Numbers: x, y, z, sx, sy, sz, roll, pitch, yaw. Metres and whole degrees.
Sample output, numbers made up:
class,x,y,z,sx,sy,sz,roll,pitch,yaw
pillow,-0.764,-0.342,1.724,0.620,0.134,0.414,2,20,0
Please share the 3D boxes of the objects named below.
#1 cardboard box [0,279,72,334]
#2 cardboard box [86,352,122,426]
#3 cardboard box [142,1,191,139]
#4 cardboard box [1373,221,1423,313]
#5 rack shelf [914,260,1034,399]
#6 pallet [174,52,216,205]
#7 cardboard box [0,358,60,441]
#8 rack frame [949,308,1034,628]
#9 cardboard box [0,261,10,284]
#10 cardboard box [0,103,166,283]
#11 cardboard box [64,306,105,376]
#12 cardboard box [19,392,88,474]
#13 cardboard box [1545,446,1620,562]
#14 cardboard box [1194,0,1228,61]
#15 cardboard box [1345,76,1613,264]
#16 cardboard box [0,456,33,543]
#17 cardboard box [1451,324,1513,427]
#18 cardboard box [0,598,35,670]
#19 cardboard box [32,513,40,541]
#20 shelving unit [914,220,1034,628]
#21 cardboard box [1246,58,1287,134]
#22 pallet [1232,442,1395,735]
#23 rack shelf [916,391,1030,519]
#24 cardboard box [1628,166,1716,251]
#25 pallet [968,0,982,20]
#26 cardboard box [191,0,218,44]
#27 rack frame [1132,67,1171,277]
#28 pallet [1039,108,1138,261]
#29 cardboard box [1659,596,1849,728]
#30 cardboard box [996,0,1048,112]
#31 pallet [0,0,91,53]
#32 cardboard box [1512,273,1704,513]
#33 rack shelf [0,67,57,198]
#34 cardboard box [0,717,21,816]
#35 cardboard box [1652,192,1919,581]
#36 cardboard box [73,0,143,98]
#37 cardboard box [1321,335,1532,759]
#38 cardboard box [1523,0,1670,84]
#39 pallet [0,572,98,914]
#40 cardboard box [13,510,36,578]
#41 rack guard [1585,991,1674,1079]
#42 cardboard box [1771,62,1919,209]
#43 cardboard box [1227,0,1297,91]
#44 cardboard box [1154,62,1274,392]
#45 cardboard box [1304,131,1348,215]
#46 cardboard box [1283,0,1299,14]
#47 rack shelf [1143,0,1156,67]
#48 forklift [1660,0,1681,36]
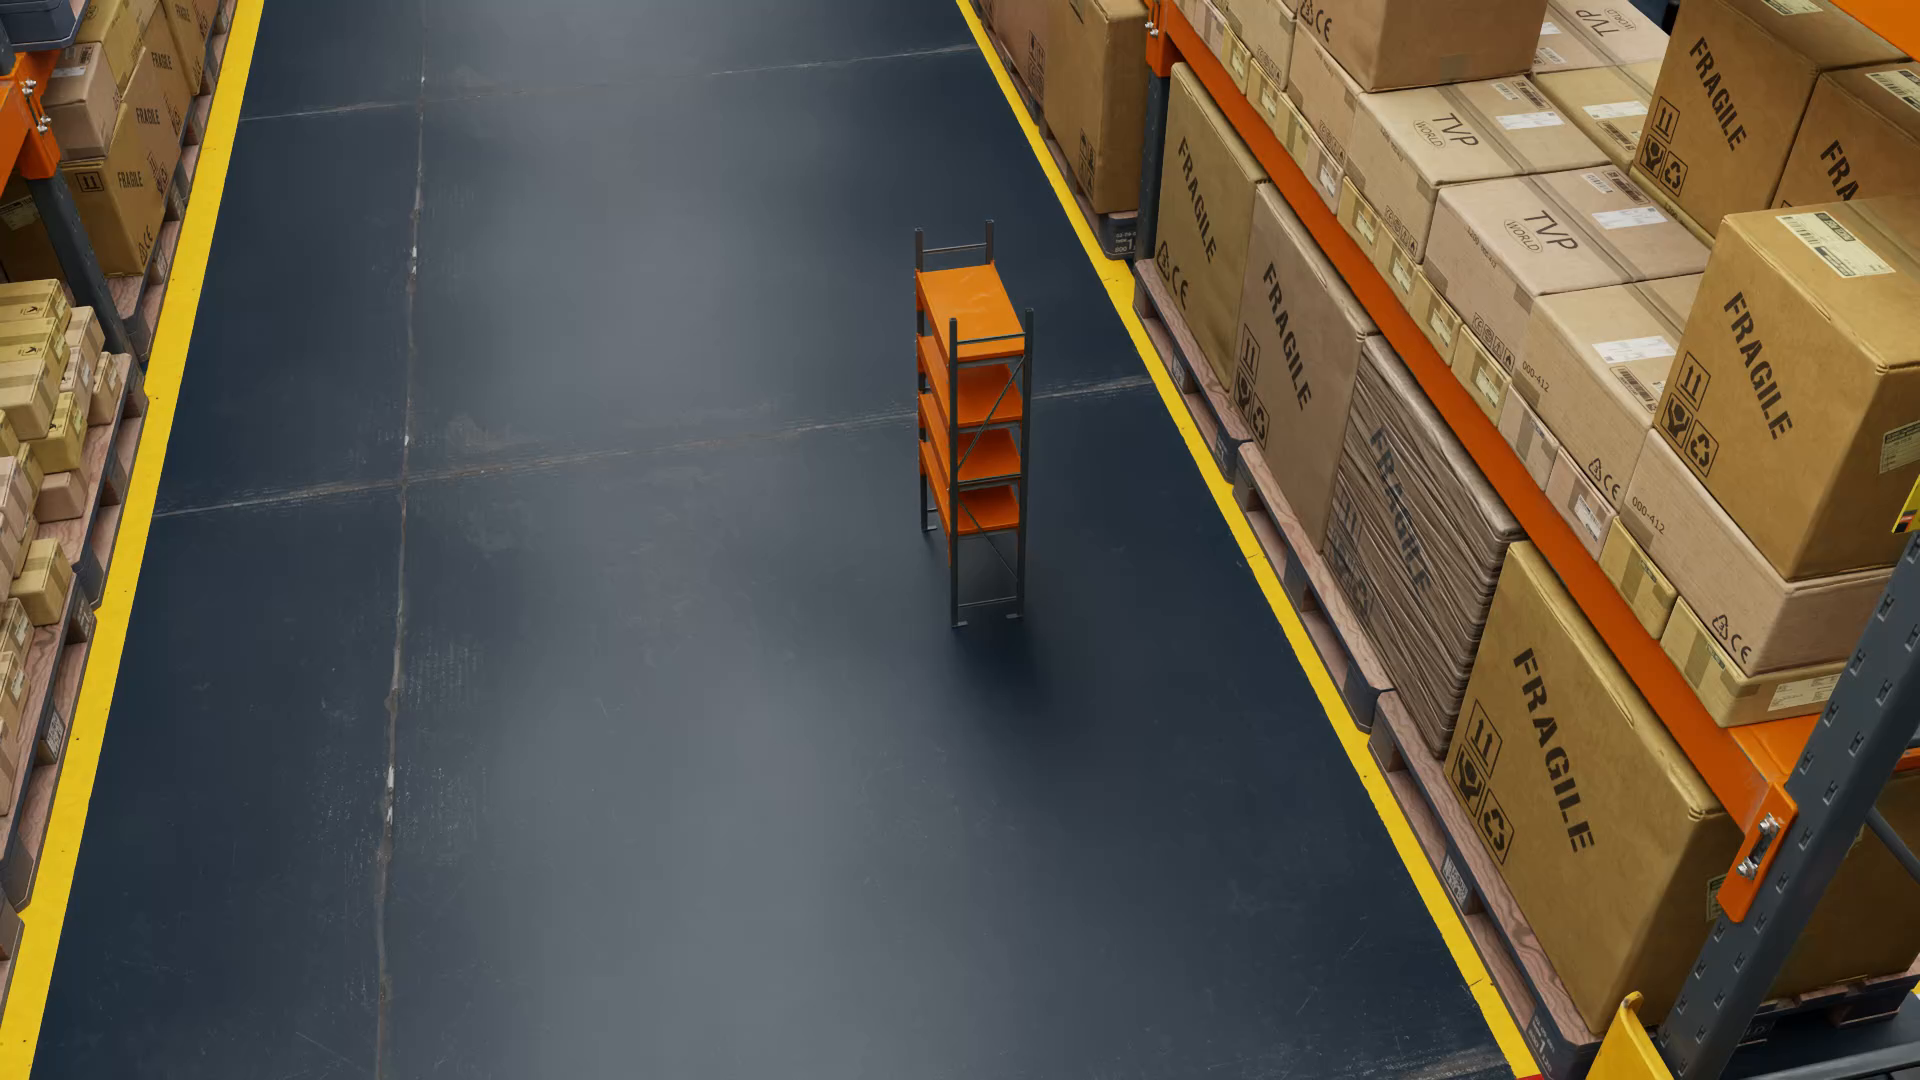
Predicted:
class,x,y,z,sx,sy,sz,roll,pitch,yaw
cardboard box,-3.304,-0.754,5.723,0.380,0.149,0.250,-7,42,-8
cardboard box,-3.218,-0.520,5.907,0.380,0.149,0.250,-8,42,-9
cardboard box,-3.778,-2.054,7.371,0.500,0.500,0.500,-8,42,-9
cardboard box,1.365,-0.767,4.544,0.380,0.149,0.250,-8,42,-8
rack shelf,0.036,-0.635,4.970,0.258,0.148,0.480,-8,42,-9
pallet,-4.072,-1.888,7.718,1.003,0.211,1.213,-8,42,-9
cardboard box,-3.150,-0.434,5.362,0.380,0.149,0.250,-9,42,-10
rack frame,0.088,-0.183,5.053,0.240,1.200,0.015,-8,42,-9
cardboard box,-4.041,-1.300,6.522,0.500,0.500,0.500,-9,42,-10
cardboard box,-3.536,-1.373,6.604,0.500,0.500,0.500,-7,42,-8
cardboard box,-3.257,-0.678,5.861,0.380,0.149,0.250,-8,42,-8
cardboard box,-3.111,-0.333,5.473,0.380,0.149,0.250,-10,43,-11
cardboard box,1.583,-0.108,3.802,0.380,0.149,0.250,-8,42,-9
cardboard box,1.025,-1.776,5.680,0.380,0.149,0.250,-10,43,-11
cardboard box,1.394,-1.014,4.521,0.500,0.250,0.500,-8,42,-9
cardboard box,-3.021,-0.092,4.977,0.380,0.149,0.250,-10,43,-11
cardboard box,1.473,-0.438,4.173,0.380,0.149,0.250,-9,42,-10
cardboard box,-3.004,0.330,4.950,0.380,0.149,0.250,-8,42,-8
cardboard box,-3.185,0.011,5.309,0.380,0.149,0.250,-9,42,-10
shelving unit,0.036,-0.341,5.231,0.258,1.200,0.503,-8,42,-9
cardboard box,1.141,-1.435,5.296,0.380,0.149,0.250,-9,42,-10
pallet,1.584,0.060,5.523,1.003,0.211,1.213,-8,42,-9
rack shelf,0.036,-0.291,5.275,0.258,0.148,0.480,-8,42,-9
cardboard box,2.029,-0.754,4.229,0.500,0.250,0.500,-10,43,-11
pallet,0.463,-3.308,9.317,1.003,0.211,1.213,-8,42,-9
cardboard box,-3.993,-2.723,8.125,0.500,0.500,0.500,-7,42,-8
rack frame,1.229,-2.279,6.058,1.000,3.000,0.127,-8,42,-9
pallet,0.989,-1.726,7.535,1.003,0.211,1.213,-8,42,-9
cardboard box,1.694,0.224,3.428,0.380,0.149,0.250,-8,42,-8
cardboard box,0.878,-2.633,7.741,1.225,0.875,0.875,-10,43,-11
pallet,-3.658,-2.079,5.977,1.003,0.211,1.213,-8,42,-9
cardboard box,1.620,-0.347,3.770,0.500,0.250,0.500,-9,42,-10
rack shelf,-3.204,-0.069,4.110,1.077,0.370,4.000,-8,42,-9
cardboard box,-2.834,0.657,4.581,0.380,0.149,0.250,-10,43,-11
cardboard box,1.731,-0.300,3.153,0.500,0.500,0.500,-8,42,-9
cardboard box,-3.654,-1.999,6.744,0.500,0.250,0.500,-7,42,-8
cardboard box,1.680,-0.042,4.822,0.875,0.875,0.875,-8,42,-9
cardboard box,1.805,-1.420,4.979,0.500,0.250,0.500,-8,42,-8
pallet,-3.189,0.631,4.880,1.003,0.211,1.213,-8,42,-9
cardboard box,-3.079,0.006,5.091,0.380,0.149,0.250,-7,42,-8
rack guard,2.098,1.264,3.950,1.175,0.500,0.348,-8,42,-9
cardboard box,2.145,-0.696,3.599,0.500,0.500,0.500,-9,42,-10
cardboard box,1.178,-1.669,5.260,0.500,0.250,0.500,-9,42,-9
cardboard box,1.294,-1.203,6.129,0.875,0.875,0.875,-8,42,-9
cardboard box,1.249,-1.106,4.926,0.380,0.149,0.250,-8,42,-9
cardboard box,1.182,-1.948,5.009,0.500,0.500,0.500,-8,42,-9
rack shelf,0.798,-3.307,7.758,1.077,0.370,4.000,-8,42,-9
forklift,3.269,-2.070,5.874,1.130,2.935,3.031,30,50,30
